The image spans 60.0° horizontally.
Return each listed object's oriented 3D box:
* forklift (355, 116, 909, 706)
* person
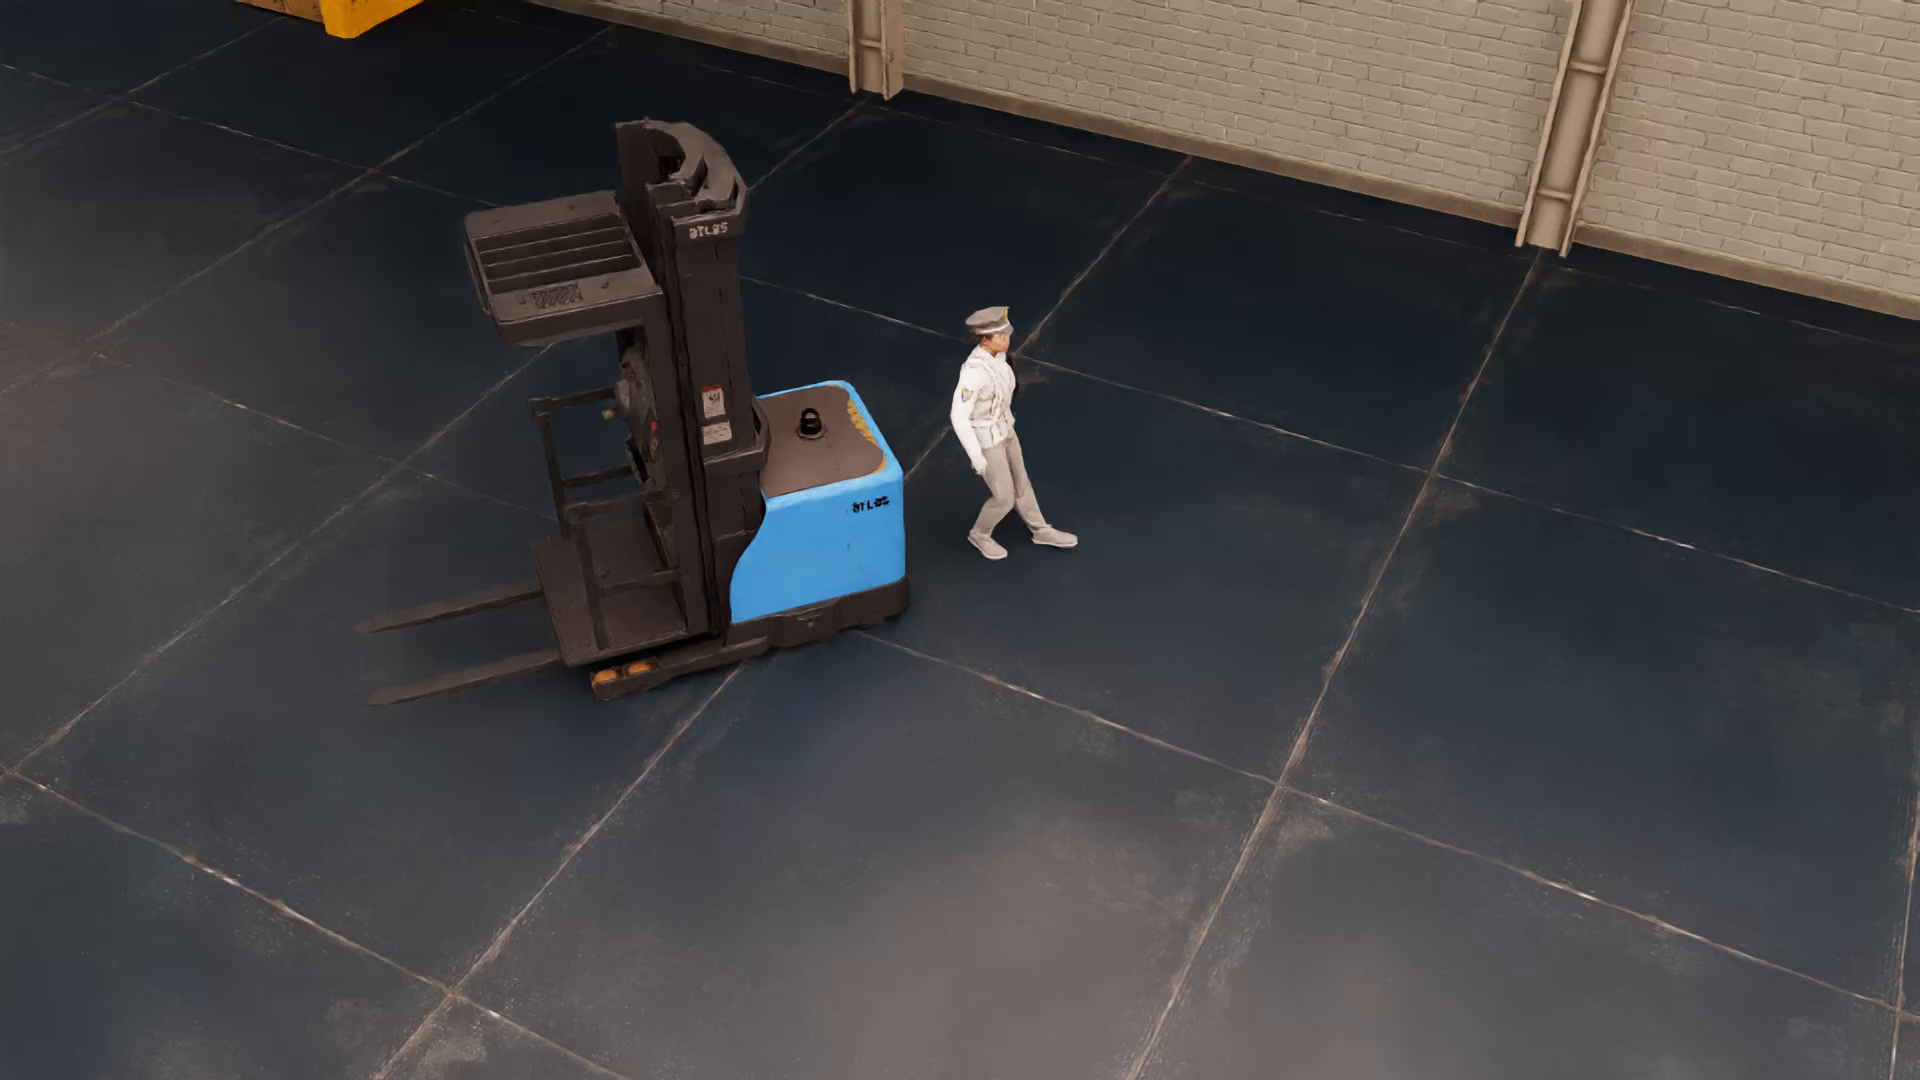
[{"bbox_3d":[-1.869,-0.623,8.726,3.031,2.935,1.130,-14,42,-16],"label":"forklift"},{"bbox_3d":[0.335,-0.592,9.701,0.753,1.636,0.754,13,42,15],"label":"person"}]
